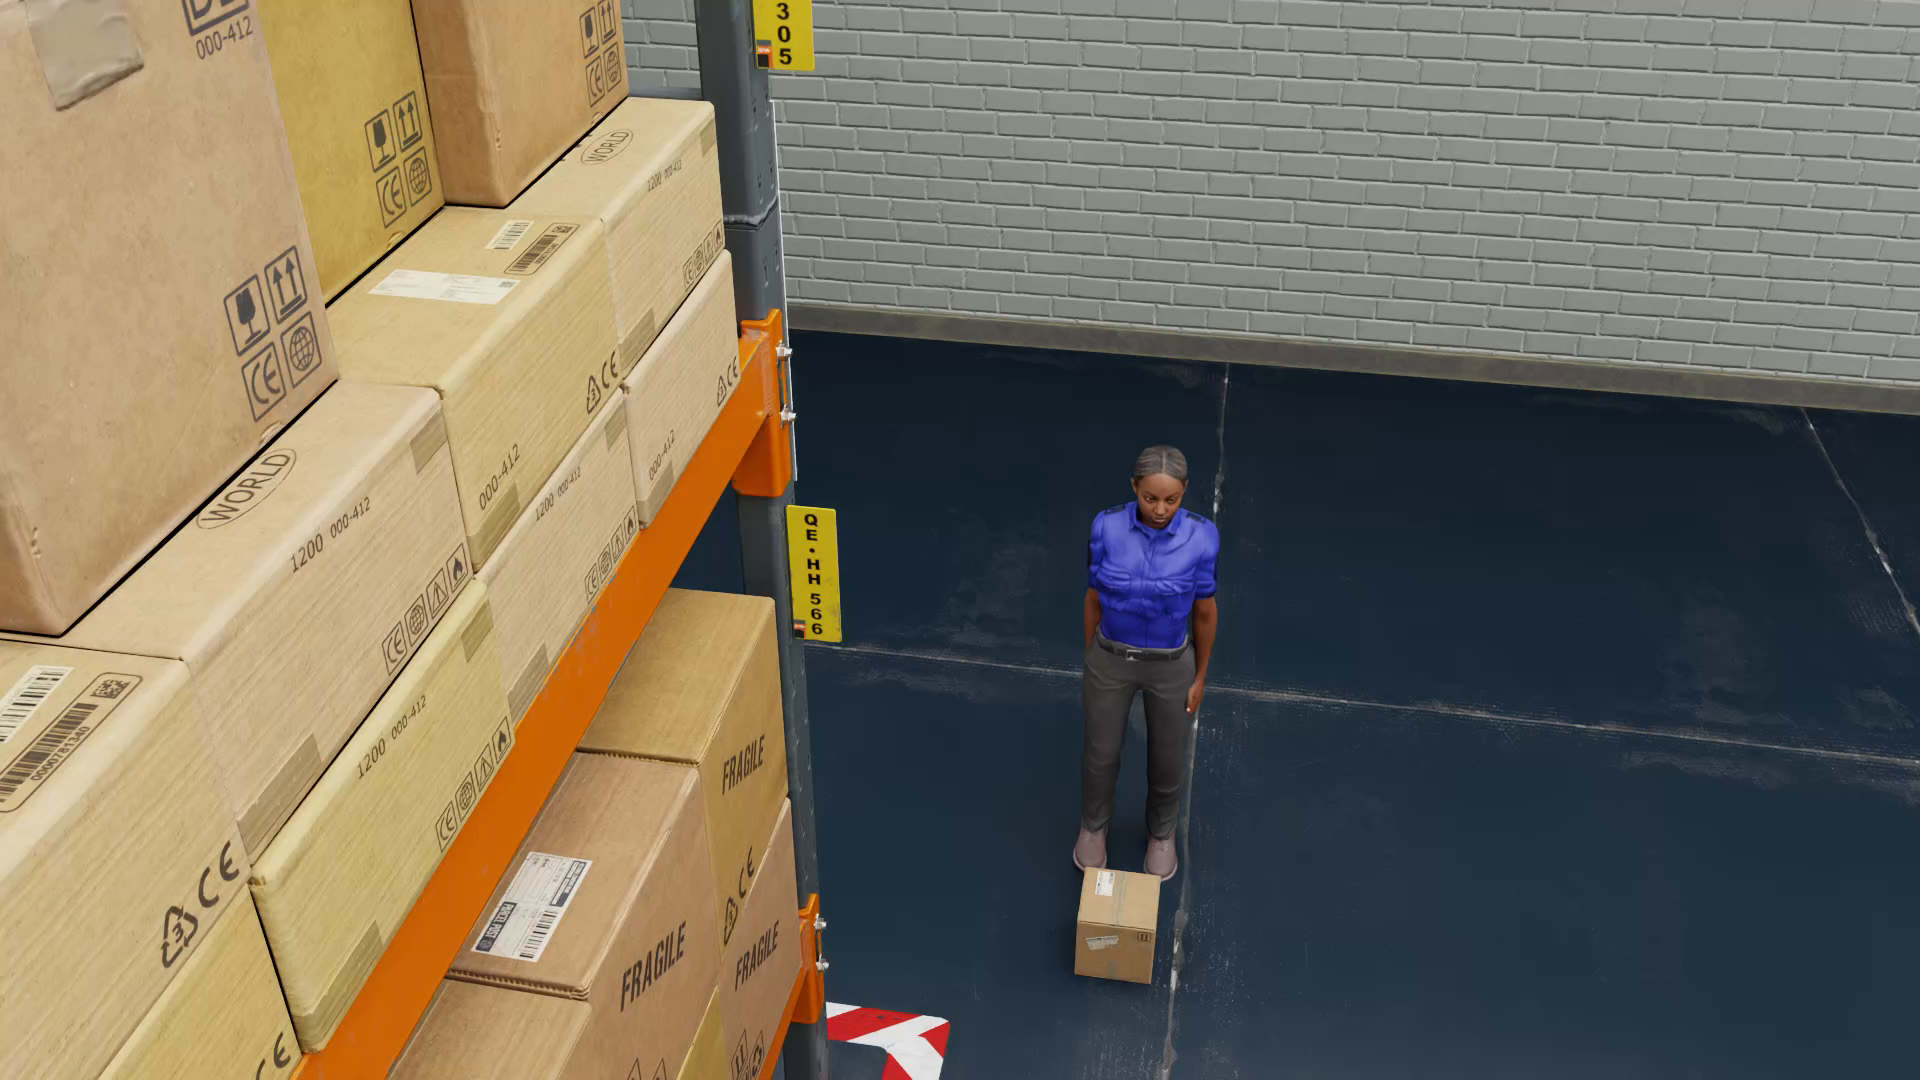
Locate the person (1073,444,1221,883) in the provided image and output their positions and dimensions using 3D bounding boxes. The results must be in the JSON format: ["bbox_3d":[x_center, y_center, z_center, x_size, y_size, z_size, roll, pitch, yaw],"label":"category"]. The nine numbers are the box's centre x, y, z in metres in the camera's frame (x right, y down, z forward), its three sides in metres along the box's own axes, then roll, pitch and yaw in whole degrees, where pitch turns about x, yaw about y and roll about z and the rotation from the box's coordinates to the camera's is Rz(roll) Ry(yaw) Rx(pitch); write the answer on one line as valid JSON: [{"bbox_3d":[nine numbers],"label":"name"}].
[{"bbox_3d":[0.613,0.421,5.495,0.437,1.664,0.309,6,33,9],"label":"person"}]
